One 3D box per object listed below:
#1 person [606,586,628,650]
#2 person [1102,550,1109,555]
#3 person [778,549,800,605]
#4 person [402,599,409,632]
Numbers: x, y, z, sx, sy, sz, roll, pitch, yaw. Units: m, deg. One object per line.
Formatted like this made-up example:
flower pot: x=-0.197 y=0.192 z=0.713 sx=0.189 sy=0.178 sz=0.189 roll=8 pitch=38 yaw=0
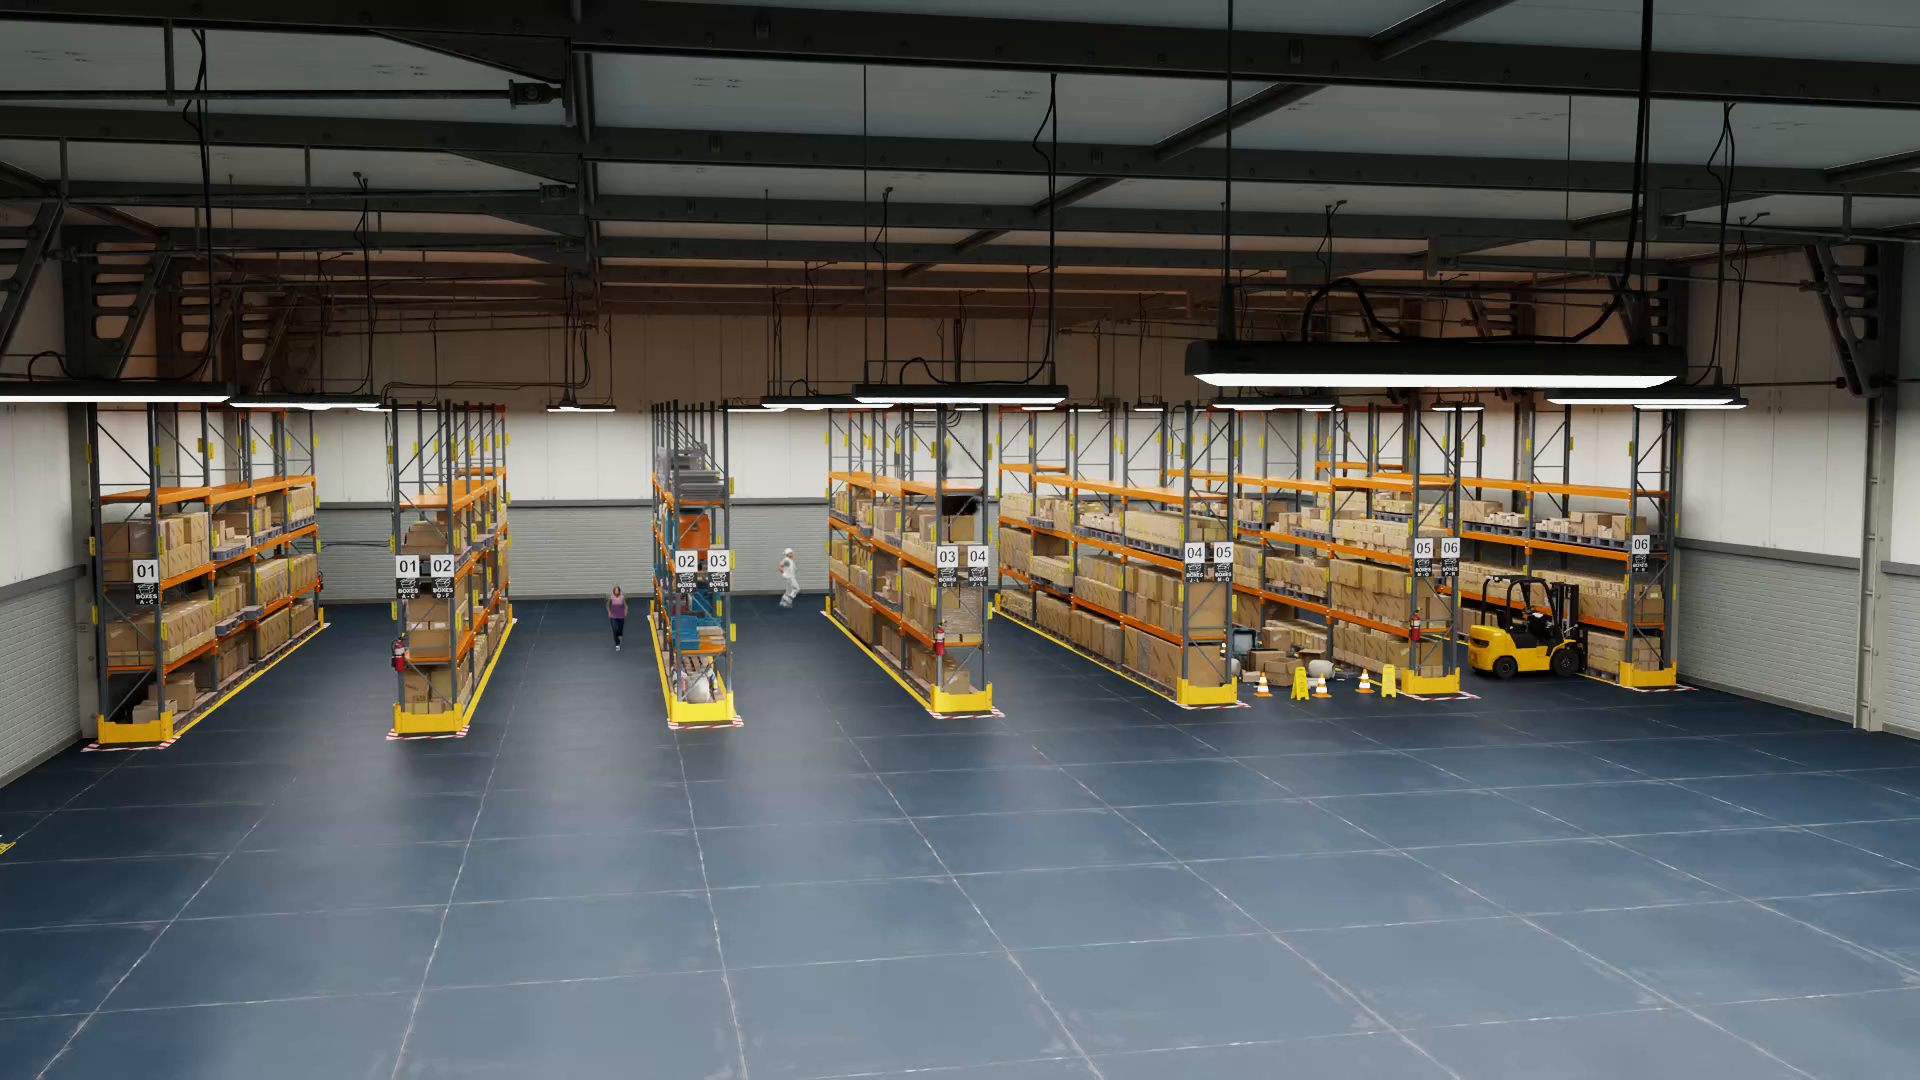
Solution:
person: x=-8.393 y=1.894 z=40.667 sx=0.525 sy=1.562 sz=0.680 roll=-1 pitch=4 yaw=-13
person: x=4.444 y=1.002 z=50.903 sx=0.535 sy=1.655 sz=0.703 roll=-2 pitch=5 yaw=-23
person: x=-5.007 y=1.091 z=48.926 sx=0.635 sy=1.684 sz=0.638 roll=0 pitch=4 yaw=5
person: x=-13.186 y=1.722 z=40.199 sx=0.653 sy=1.672 sz=0.800 roll=-2 pitch=5 yaw=-20
